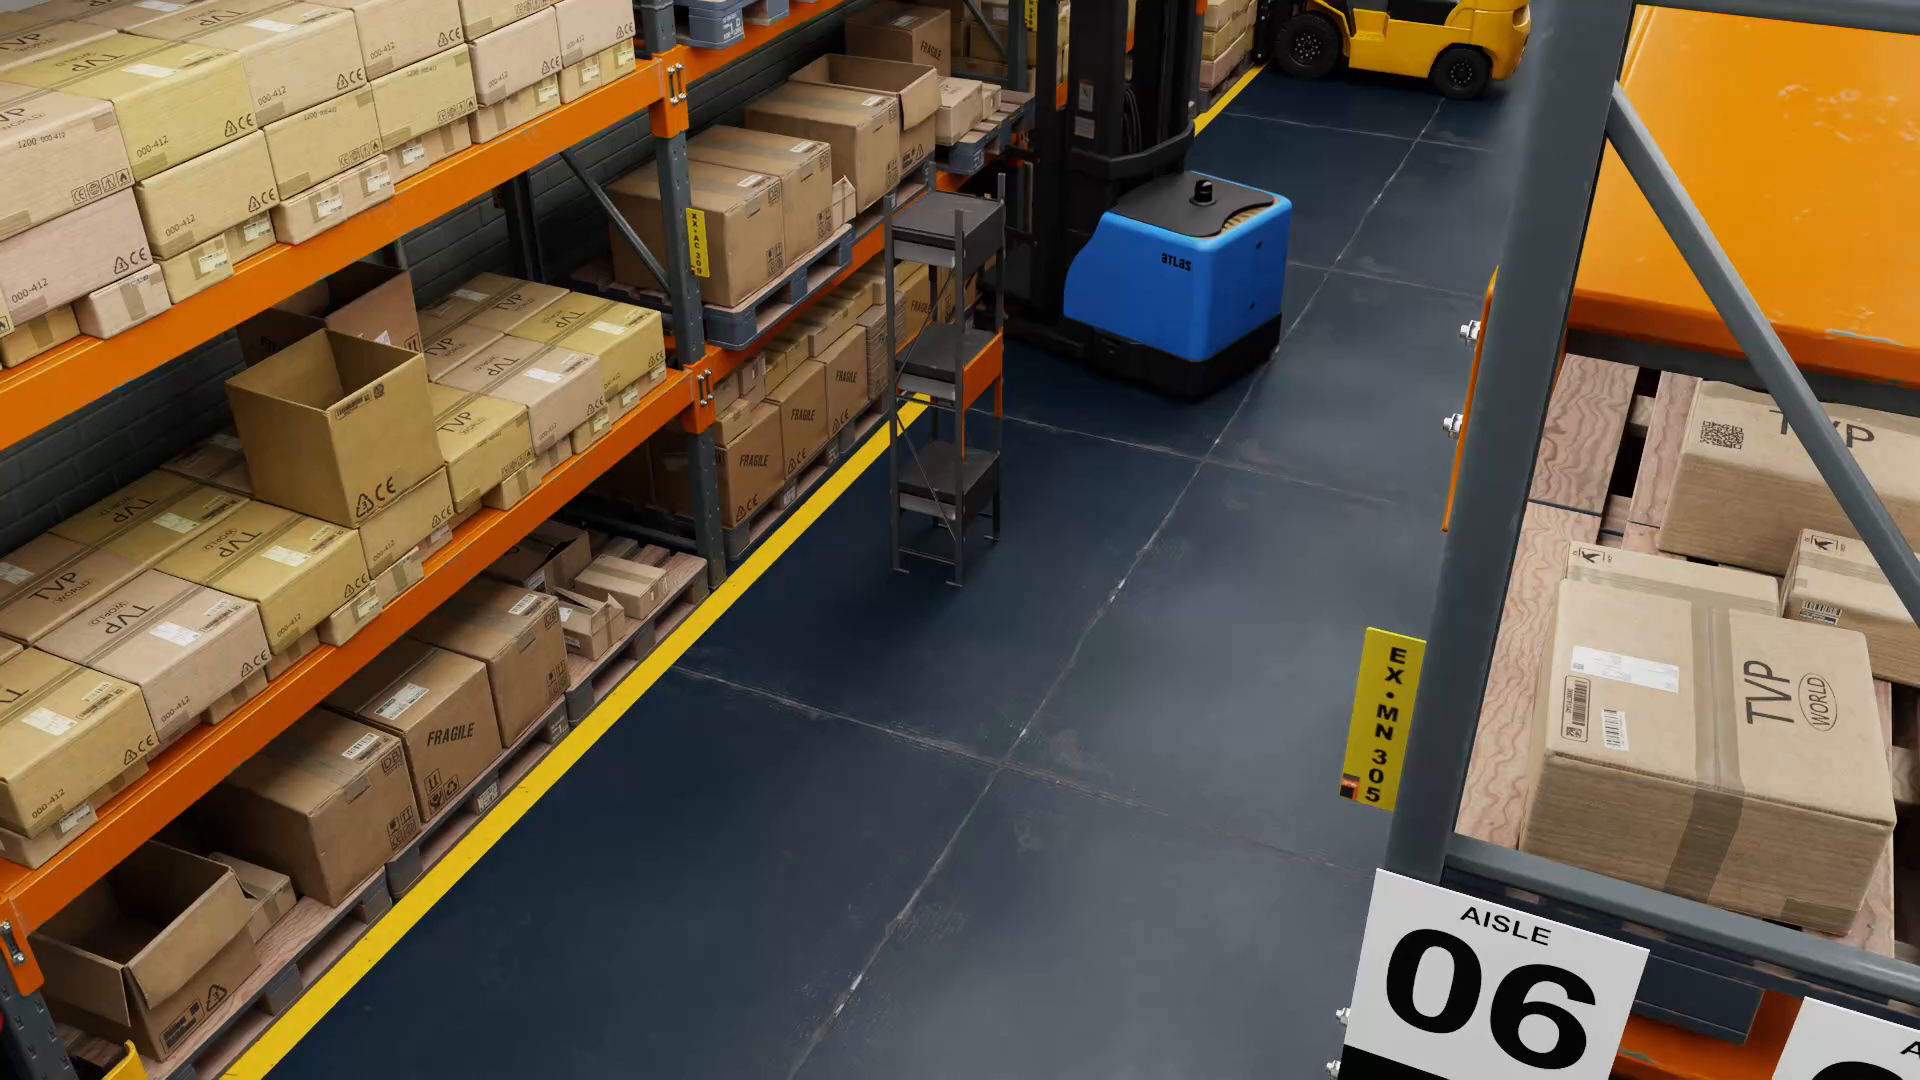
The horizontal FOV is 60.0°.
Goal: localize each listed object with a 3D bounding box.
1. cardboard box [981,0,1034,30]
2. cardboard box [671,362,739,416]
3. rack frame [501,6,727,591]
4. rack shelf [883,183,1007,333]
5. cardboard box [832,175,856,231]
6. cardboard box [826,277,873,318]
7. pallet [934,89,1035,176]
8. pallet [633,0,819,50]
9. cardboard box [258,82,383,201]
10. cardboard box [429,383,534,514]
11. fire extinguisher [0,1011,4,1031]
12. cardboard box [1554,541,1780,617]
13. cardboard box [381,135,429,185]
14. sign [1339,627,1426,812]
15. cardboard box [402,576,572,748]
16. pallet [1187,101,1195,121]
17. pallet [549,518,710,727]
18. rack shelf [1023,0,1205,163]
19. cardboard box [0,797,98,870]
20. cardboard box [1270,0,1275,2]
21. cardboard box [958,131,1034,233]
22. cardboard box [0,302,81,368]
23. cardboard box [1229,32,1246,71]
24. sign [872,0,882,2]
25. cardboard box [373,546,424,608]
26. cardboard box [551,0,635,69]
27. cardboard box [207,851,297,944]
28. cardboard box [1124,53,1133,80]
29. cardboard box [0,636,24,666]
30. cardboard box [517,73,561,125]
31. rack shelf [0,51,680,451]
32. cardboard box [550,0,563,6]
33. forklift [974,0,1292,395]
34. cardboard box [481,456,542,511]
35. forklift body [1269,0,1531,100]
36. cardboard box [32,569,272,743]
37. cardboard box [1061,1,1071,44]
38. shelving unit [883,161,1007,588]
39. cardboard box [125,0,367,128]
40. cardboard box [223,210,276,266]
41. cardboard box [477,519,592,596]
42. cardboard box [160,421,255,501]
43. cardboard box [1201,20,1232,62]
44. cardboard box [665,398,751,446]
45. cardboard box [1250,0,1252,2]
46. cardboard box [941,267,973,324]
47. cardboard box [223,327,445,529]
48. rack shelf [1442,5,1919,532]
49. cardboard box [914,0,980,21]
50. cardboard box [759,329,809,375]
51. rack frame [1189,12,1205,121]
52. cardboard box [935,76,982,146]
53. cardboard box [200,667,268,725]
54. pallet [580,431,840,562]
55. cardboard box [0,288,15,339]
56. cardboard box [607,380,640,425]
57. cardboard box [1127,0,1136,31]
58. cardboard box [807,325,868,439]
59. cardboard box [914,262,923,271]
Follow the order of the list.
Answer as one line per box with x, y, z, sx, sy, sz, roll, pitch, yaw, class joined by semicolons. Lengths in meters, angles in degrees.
0.363;-3.528;11.080;0.380;0.149;0.250;15;36;22;cardboard box
-1.375;-0.789;8.620;0.380;0.149;0.250;14;36;20;cardboard box
-1.712;-1.131;8.108;1.000;3.000;0.127;14;36;20;rack frame
-0.069;-1.370;8.041;0.431;0.518;0.480;14;36;20;rack shelf
-0.782;-1.855;8.951;0.396;0.266;0.258;16;36;23;cardboard box
-0.744;-1.456;9.909;0.380;0.149;0.250;14;36;21;cardboard box
-0.258;-2.690;10.660;1.213;0.211;1.003;14;36;20;pallet
-1.375;-2.616;7.808;1.213;0.211;1.003;14;36;20;pallet
-2.336;-1.386;5.627;0.500;0.250;0.500;14;36;20;cardboard box
-2.120;-0.385;6.836;0.500;0.250;0.500;14;36;20;cardboard box
-3.027;1.228;4.920;0.296;0.674;0.183;14;36;20;fire extinguisher
1.334;0.159;3.160;0.380;0.149;0.250;11;35;17;cardboard box
-2.164;-1.406;6.021;0.380;0.149;0.250;15;36;21;cardboard box
0.638;0.275;2.493;0.100;0.325;0.005;14;36;20;sign
-2.216;0.514;7.496;0.700;0.500;0.500;13;35;19;cardboard box
1.363;-3.574;14.376;1.003;0.211;1.213;14;36;20;pallet
-2.000;0.377;8.352;1.003;0.211;1.213;14;36;20;pallet
0.799;-3.819;12.863;1.077;0.370;4.000;14;36;20;rack shelf
-2.998;0.865;5.293;0.380;0.149;0.250;14;36;20;cardboard box
2.760;-5.271;16.090;0.500;0.250;0.500;14;36;20;cardboard box
0.235;-2.614;12.152;0.875;0.625;0.625;15;36;22;cardboard box
-2.832;-0.654;4.875;0.380;0.149;0.250;14;36;21;cardboard box
2.337;-4.563;15.466;0.500;0.250;0.500;13;36;19;cardboard box
-0.544;-3.733;11.021;0.100;0.325;0.005;14;36;20;sign
-2.323;0.099;6.461;0.380;0.149;0.250;15;36;22;cardboard box
-1.686;-2.150;6.791;0.500;0.250;0.500;14;36;21;cardboard box
-2.830;1.392;6.477;0.380;0.149;0.250;13;35;19;cardboard box
1.096;-3.651;13.734;0.875;0.625;0.625;14;36;20;cardboard box
-3.434;0.509;5.472;0.500;0.250;0.500;15;36;22;cardboard box
-1.819;-1.781;6.593;0.380;0.149;0.250;15;36;22;cardboard box
-2.548;-1.089;5.964;1.077;0.370;4.000;14;36;20;rack shelf
-1.704;-2.350;6.641;0.500;0.250;0.500;14;36;21;cardboard box
0.652;-2.797;10.711;3.031;2.935;1.130;25;41;33;forklift
-2.007;-0.282;7.042;0.380;0.149;0.250;14;36;20;cardboard box
4.173;-5.390;15.377;2.313;2.155;1.214;14;36;20;forklift body
-2.740;0.384;5.663;0.500;0.250;0.500;15;36;21;cardboard box
0.580;-3.684;11.682;0.500;0.250;0.500;15;36;22;cardboard box
-0.069;-0.796;8.417;0.431;2.100;0.503;14;36;20;shelving unit
-2.340;-1.586;5.476;0.500;0.250;0.500;15;36;22;cardboard box
-2.484;-1.024;5.439;0.380;0.149;0.250;14;36;20;cardboard box
-2.203;0.092;8.311;0.500;0.311;0.500;15;36;22;cardboard box
-2.786;-0.253;6.635;0.500;0.250;0.500;14;36;20;cardboard box
2.118;-4.521;14.946;0.500;0.250;0.500;14;36;20;cardboard box
-1.320;-0.651;8.680;0.380;0.149;0.250;16;36;23;cardboard box
2.544;-5.231;15.574;0.500;0.250;0.500;15;36;22;cardboard box
-0.239;-1.747;10.944;0.500;0.500;0.500;14;36;20;cardboard box
-2.323;-0.426;6.214;0.500;0.500;0.500;15;36;22;cardboard box
1.962;-1.039;3.517;1.077;0.370;4.000;14;36;20;rack shelf
-0.086;-3.645;11.259;0.380;0.149;0.250;15;36;22;cardboard box
-1.075;-1.076;9.330;0.380;0.149;0.250;14;36;20;cardboard box
1.635;-5.116;14.185;1.000;3.000;0.127;14;36;20;rack frame
-0.185;-2.637;10.158;0.500;0.250;0.500;12;35;18;cardboard box
-2.694;0.477;5.884;0.380;0.149;0.250;15;36;22;cardboard box
-1.406;-0.379;9.504;1.003;0.211;1.213;14;36;20;pallet
-2.951;-0.614;4.449;0.500;0.250;0.500;14;36;20;cardboard box
-1.705;-0.675;7.641;0.380;0.149;0.250;15;36;22;cardboard box
1.012;-3.991;12.607;0.500;0.250;0.500;15;36;22;cardboard box
-0.878;-0.966;9.753;0.500;0.500;0.500;13;35;19;cardboard box
-0.403;-1.836;10.488;0.380;0.149;0.250;15;36;22;cardboard box
